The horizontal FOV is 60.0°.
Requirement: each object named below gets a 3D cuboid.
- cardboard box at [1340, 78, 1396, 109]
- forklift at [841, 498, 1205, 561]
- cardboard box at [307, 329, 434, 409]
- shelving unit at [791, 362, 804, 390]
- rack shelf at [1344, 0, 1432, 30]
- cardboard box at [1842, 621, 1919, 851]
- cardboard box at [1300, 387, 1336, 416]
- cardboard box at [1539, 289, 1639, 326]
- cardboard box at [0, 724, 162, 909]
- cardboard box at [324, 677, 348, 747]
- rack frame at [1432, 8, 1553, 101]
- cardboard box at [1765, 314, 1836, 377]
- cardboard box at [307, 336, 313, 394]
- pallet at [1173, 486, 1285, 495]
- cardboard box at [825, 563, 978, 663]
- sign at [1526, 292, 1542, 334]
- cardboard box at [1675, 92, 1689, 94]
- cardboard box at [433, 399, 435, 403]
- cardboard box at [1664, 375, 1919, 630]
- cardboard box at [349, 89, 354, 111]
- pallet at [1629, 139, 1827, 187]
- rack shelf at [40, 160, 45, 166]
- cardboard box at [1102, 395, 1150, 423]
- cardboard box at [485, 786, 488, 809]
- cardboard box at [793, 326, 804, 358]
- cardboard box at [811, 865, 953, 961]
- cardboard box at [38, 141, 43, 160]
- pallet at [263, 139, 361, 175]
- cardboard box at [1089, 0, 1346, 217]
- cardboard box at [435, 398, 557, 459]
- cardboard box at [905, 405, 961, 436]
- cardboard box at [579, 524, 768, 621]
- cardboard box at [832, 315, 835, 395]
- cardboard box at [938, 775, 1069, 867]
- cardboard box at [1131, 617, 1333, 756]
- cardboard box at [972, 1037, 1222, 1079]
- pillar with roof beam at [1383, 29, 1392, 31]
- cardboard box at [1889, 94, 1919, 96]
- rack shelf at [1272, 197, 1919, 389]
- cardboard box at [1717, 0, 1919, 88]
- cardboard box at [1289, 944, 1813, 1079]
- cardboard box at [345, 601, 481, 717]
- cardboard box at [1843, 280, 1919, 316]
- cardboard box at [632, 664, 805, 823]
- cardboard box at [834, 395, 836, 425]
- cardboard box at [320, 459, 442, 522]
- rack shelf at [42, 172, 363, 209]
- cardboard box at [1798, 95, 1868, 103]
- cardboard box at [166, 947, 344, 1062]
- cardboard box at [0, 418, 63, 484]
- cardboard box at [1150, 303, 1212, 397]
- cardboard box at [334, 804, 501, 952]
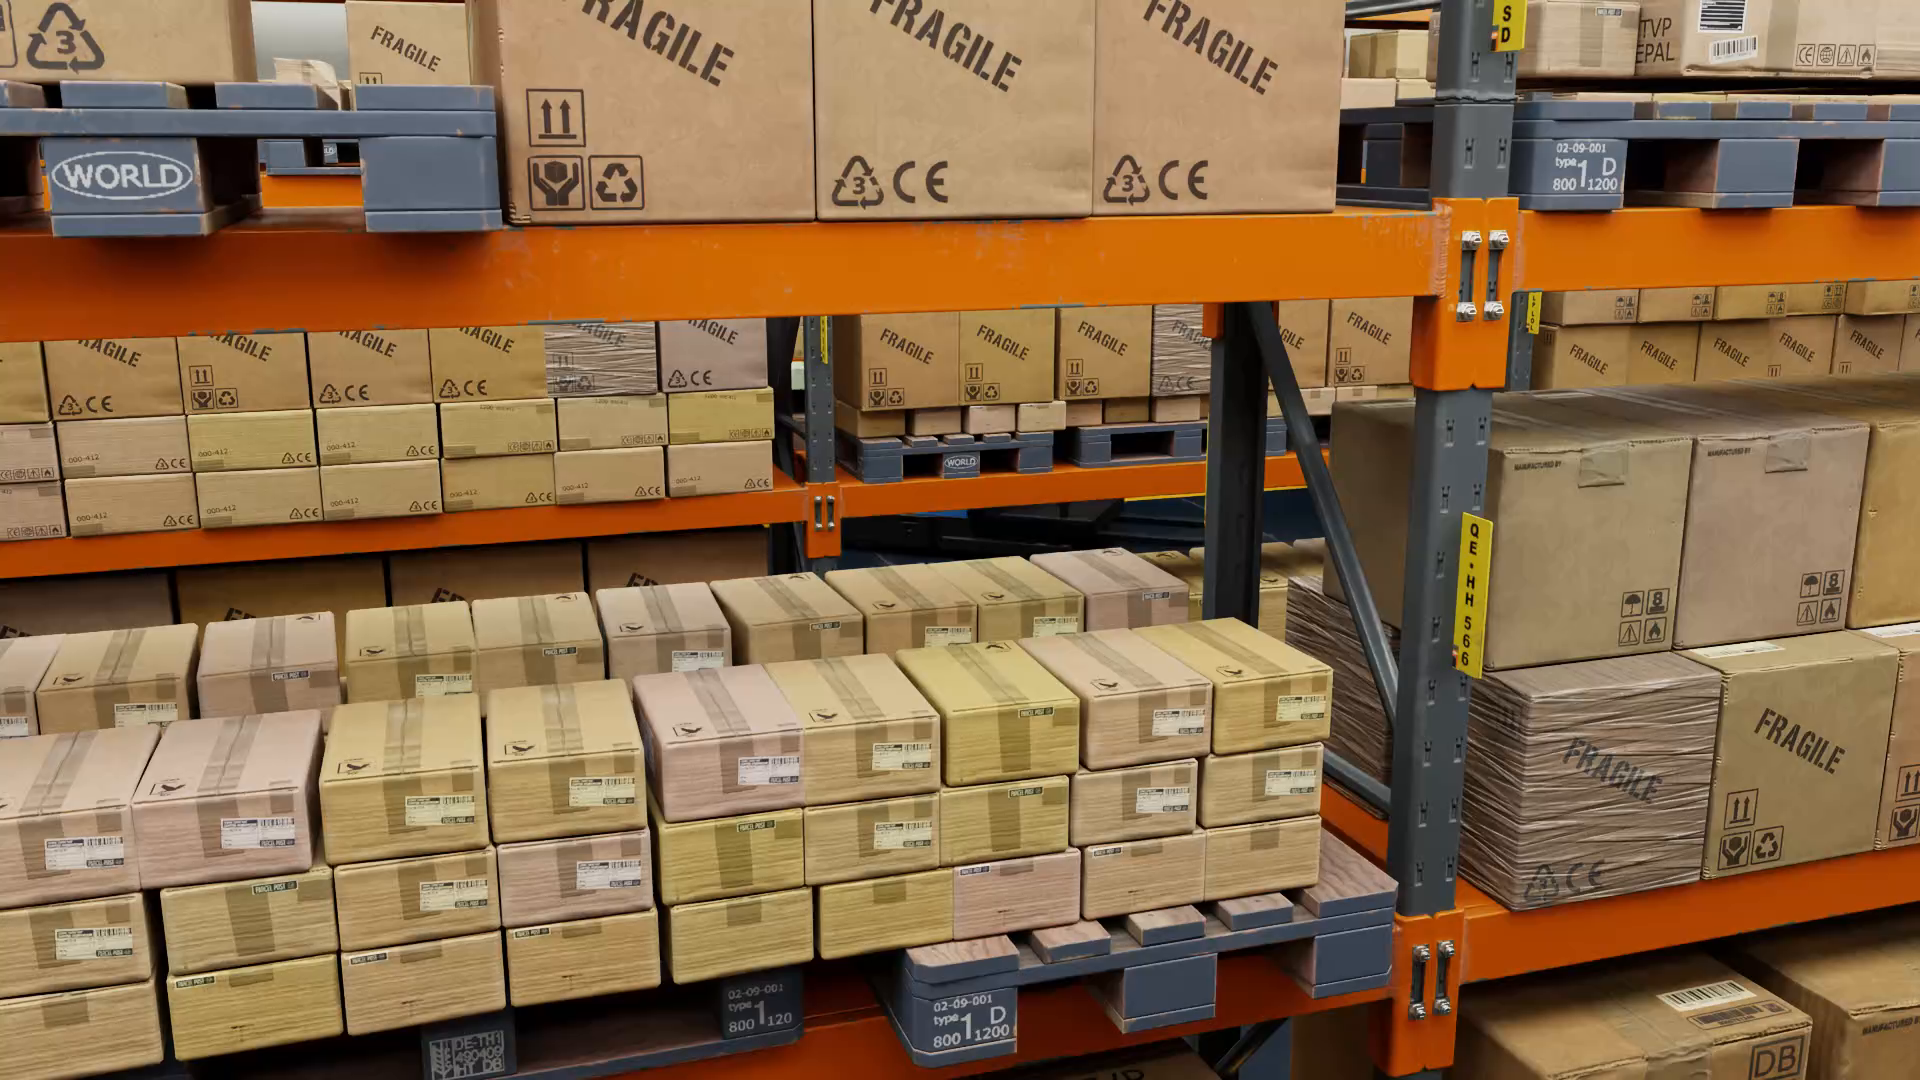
[{"bbox_3d":[1.977,-2.334,8.907,0.500,0.250,0.500,-4,14,-17],"label":"cardboard box"},{"bbox_3d":[0.643,-1.362,12.035,3.031,2.935,1.130,4,14,18],"label":"forklift"},{"bbox_3d":[-2.670,-0.888,7.518,0.500,0.500,0.500,-5,14,-19],"label":"cardboard box"},{"bbox_3d":[-1.233,-0.793,12.734,0.755,1.500,0.431,0,13,-1],"label":"shelving unit"},{"bbox_3d":[3.275,-4.464,14.384,4.000,0.370,1.077,-4,14,-18],"label":"rack shelf"},{"bbox_3d":[2.320,0.421,4.174,0.500,0.500,0.500,-4,14,-18],"label":"cardboard box"},{"bbox_3d":[1.838,-0.776,9.058,0.250,0.149,0.380,-4,14,-18],"label":"cardboard box"},{"bbox_3d":[3.452,-1.519,9.528,0.500,0.500,0.700,-5,14,-19],"label":"cardboard box"},{"bbox_3d":[-1.436,0.437,2.672,0.250,0.149,0.380,-5,14,-19],"label":"cardboard box"},{"bbox_3d":[-1.379,0.417,3.402,0.250,0.149,0.380,-4,14,-18],"label":"cardboard box"},{"bbox_3d":[2.966,-3.773,9.059,0.127,3.000,1.000,-4,14,-18],"label":"rack frame"},{"bbox_3d":[4.893,-1.137,10.083,0.500,0.500,0.500,-4,14,-17],"label":"cardboard box"},{"bbox_3d":[-3.298,-0.960,7.820,0.500,0.500,0.500,-4,14,-16],"label":"cardboard box"},{"bbox_3d":[2.146,-0.636,14.859,1.213,0.211,1.003,-4,14,-18],"label":"pallet"},{"bbox_3d":[-0.138,0.177,3.768,0.250,0.149,0.380,-5,14,-18],"label":"cardboard box"},{"bbox_3d":[3.146,-1.296,9.108,0.005,0.325,0.100,-4,14,-18],"label":"sign"},{"bbox_3d":[3.859,-2.574,9.320,0.250,0.149,0.380,-5,14,-20],"label":"cardboard box"},{"bbox_3d":[-2.351,-0.674,8.239,0.500,0.250,0.500,-5,14,-18],"label":"cardboard box"},{"bbox_3d":[2.242,-0.123,4.301,0.500,0.500,0.700,-5,14,-19],"label":"cardboard box"},{"bbox_3d":[-2.872,-1.986,7.627,0.250,0.166,0.380,-3,14,-13],"label":"cardboard box"},{"bbox_3d":[2.502,-0.991,4.252,1.213,0.211,1.003,-4,14,-15],"label":"pallet"},{"bbox_3d":[-8.099,-2.314,10.962,4.000,0.370,1.077,-4,14,-18],"label":"rack shelf"},{"bbox_3d":[0.821,-0.728,8.857,0.250,0.149,0.380,-4,14,-16],"label":"cardboard box"},{"bbox_3d":[-1.142,0.543,3.514,0.250,0.149,0.380,-5,14,-20],"label":"cardboard box"},{"bbox_3d":[-1.435,-1.590,13.168,0.500,0.250,0.500,-5,14,-19],"label":"cardboard box"},{"bbox_3d":[-0.189,0.629,3.153,0.250,0.149,0.380,-5,14,-19],"label":"cardboard box"},{"bbox_3d":[-6.616,-2.729,11.695,0.250,0.149,0.380,-4,14,-18],"label":"cardboard box"},{"bbox_3d":[-2.477,-1.784,7.588,1.213,0.211,1.003,-4,14,-15],"label":"pallet"},{"bbox_3d":[0.389,-0.891,3.209,0.500,0.500,0.500,-4,14,-18],"label":"cardboard box"},{"bbox_3d":[-2.167,-0.557,7.746,0.500,0.250,0.500,-5,14,-20],"label":"cardboard box"},{"bbox_3d":[-0.179,-0.638,8.478,0.250,0.149,0.380,-5,14,-22],"label":"cardboard box"},{"bbox_3d":[-1.506,0.303,8.571,0.875,0.875,0.875,-5,14,-19],"label":"cardboard box"},{"bbox_3d":[-0.483,-1.051,8.815,0.500,0.500,0.500,-5,14,-20],"label":"cardboard box"},{"bbox_3d":[0.025,0.469,3.183,0.250,0.149,0.380,-4,14,-17],"label":"cardboard box"},{"bbox_3d":[0.531,0.284,3.316,0.250,0.149,0.380,-5,14,-20],"label":"cardboard box"},{"bbox_3d":[0.285,1.274,3.679,0.500,0.250,0.500,-5,14,-19],"label":"cardboard box"},{"bbox_3d":[5.596,-4.359,11.521,0.400,9.000,9.100,-4,14,-18],"label":"pillar with roof beam"},{"bbox_3d":[5.547,-2.728,9.965,0.250,0.149,0.380,-4,14,-18],"label":"cardboard box"},{"bbox_3d":[2.745,-0.738,4.336,4.000,0.370,1.077,-4,14,-18],"label":"rack shelf"},{"bbox_3d":[2.080,-1.162,3.766,0.500,0.250,0.500,-4,14,-17],"label":"cardboard box"},{"bbox_3d":[1.455,1.384,4.297,0.750,0.750,1.050,-5,14,-19],"label":"cardboard box"},{"bbox_3d":[-1.133,0.254,3.443,0.250,0.149,0.380,-5,14,-19],"label":"cardboard box"},{"bbox_3d":[5.410,-1.648,10.069,0.500,0.500,0.700,-5,14,-19],"label":"cardboard box"},{"bbox_3d":[-0.438,0.359,3.003,0.250,0.149,0.380,-4,14,-18],"label":"cardboard box"},{"bbox_3d":[-0.590,-0.717,8.811,0.250,0.149,0.380,-4,14,-16],"label":"cardboard box"},{"bbox_3d":[-2.658,-0.273,7.634,0.500,0.250,0.500,-5,14,-19],"label":"cardboard box"},{"bbox_3d":[-2.721,-1.521,7.627,4.000,0.370,1.077,-4,14,-18],"label":"rack shelf"},{"bbox_3d":[4.913,-2.470,9.743,0.500,0.250,0.500,-4,14,-18],"label":"cardboard box"},{"bbox_3d":[-1.186,0.706,2.826,0.250,0.149,0.380,-5,14,-19],"label":"cardboard box"},{"bbox_3d":[-4.109,-0.405,7.107,0.500,0.250,0.500,-5,14,-20],"label":"cardboard box"},{"bbox_3d":[1.144,-1.055,8.830,0.500,0.500,0.500,-5,14,-20],"label":"cardboard box"},{"bbox_3d":[-0.940,0.543,2.869,0.250,0.149,0.380,-5,14,-19],"label":"cardboard box"}]
